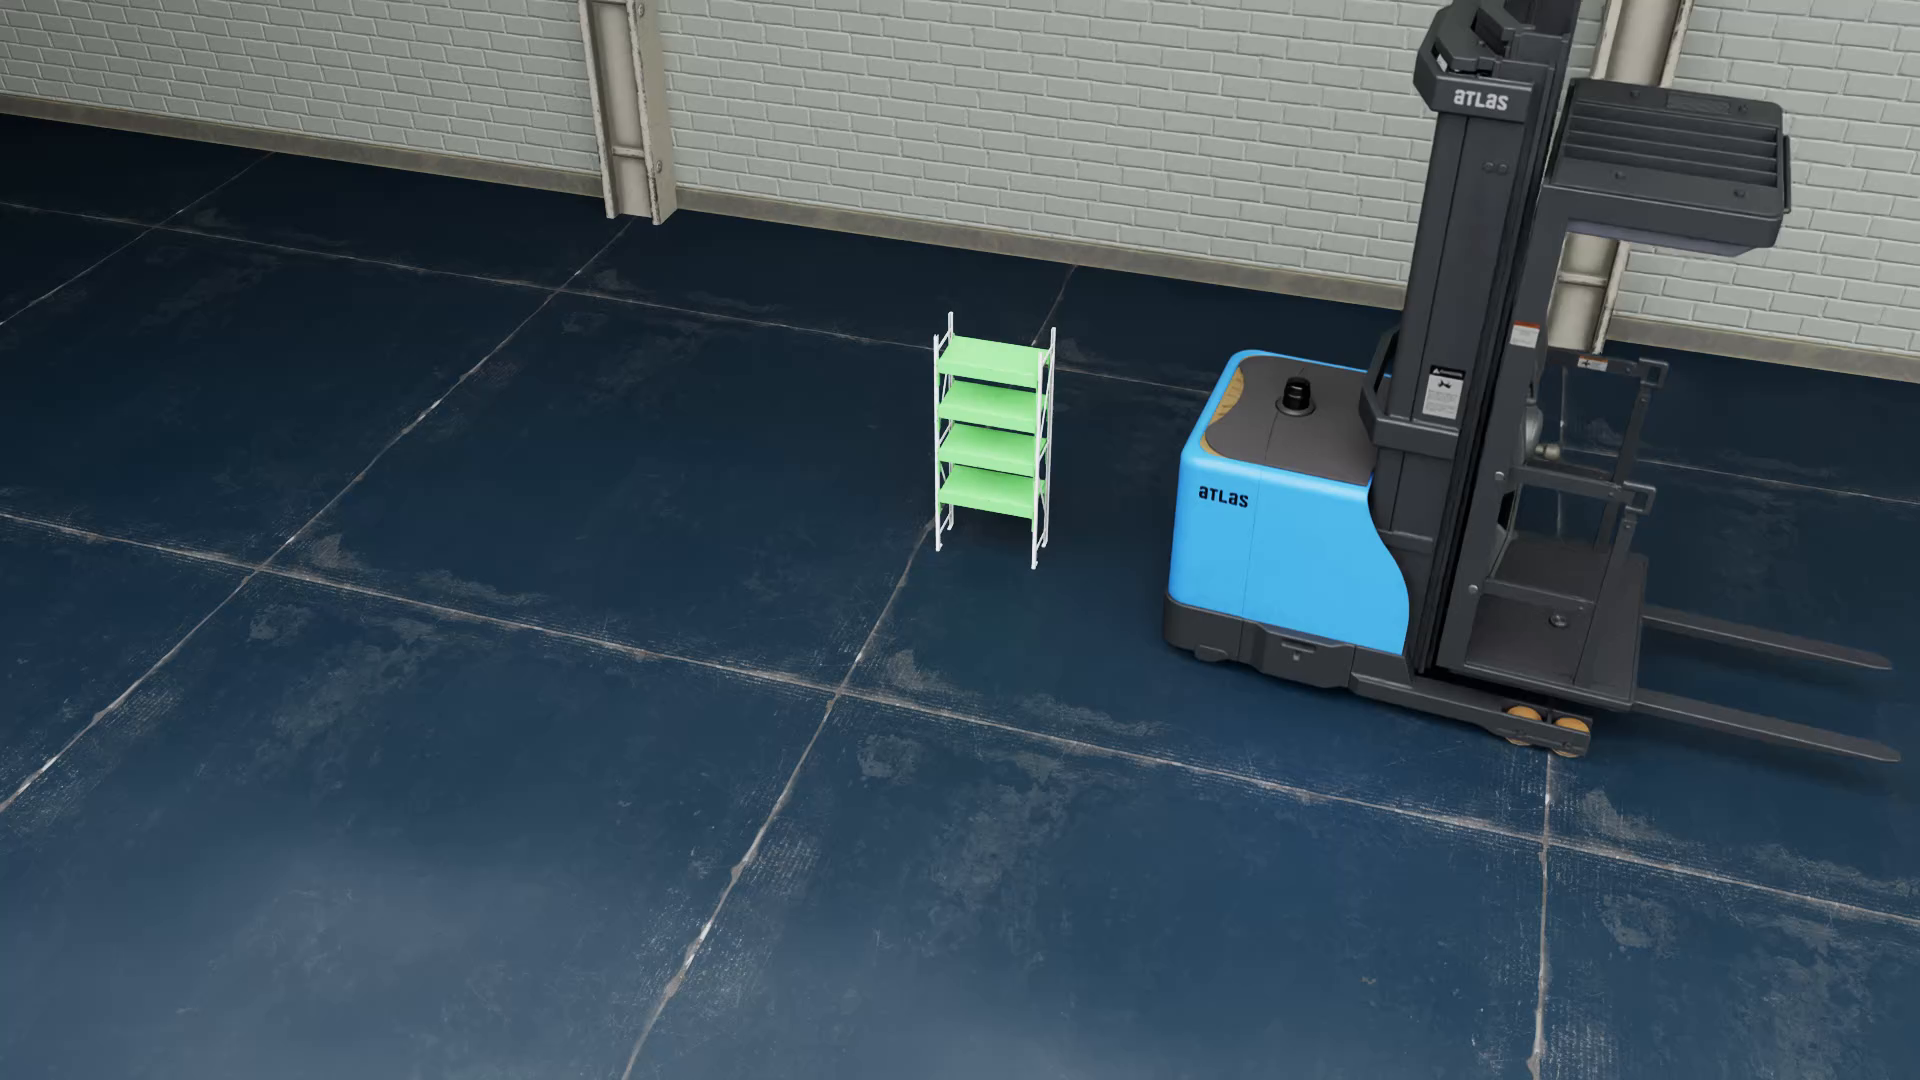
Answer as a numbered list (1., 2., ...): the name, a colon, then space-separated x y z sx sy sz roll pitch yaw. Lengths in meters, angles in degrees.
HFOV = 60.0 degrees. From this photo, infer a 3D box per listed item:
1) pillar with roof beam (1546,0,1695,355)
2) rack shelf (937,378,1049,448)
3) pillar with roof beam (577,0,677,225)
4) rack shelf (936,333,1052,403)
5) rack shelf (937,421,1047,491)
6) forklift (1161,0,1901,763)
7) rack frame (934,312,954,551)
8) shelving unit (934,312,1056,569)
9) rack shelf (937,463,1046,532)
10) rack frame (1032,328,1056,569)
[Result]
1. pillar with roof beam: 2.294 -2.353 3.856 0.400 9.000 9.100 10 38 14
2. rack shelf: 0.158 -0.596 7.750 0.480 0.148 0.258 10 38 14
3. pillar with roof beam: -3.433 -3.414 5.297 0.400 9.000 9.100 10 38 14
4. rack shelf: 0.158 -0.789 7.608 0.480 0.148 0.258 10 38 14
5. rack shelf: 0.158 -0.403 7.892 0.480 0.148 0.258 10 38 14
6. forklift: 2.484 -0.624 6.625 3.031 2.935 1.130 13 38 17
7. rack frame: -0.075 -0.497 7.913 0.015 1.200 0.240 10 38 14
8. shelving unit: 0.158 -0.454 7.855 0.503 1.200 0.258 10 38 14
9. rack shelf: 0.158 -0.209 8.035 0.480 0.148 0.258 10 38 14
10. rack frame: 0.391 -0.411 7.796 0.015 1.200 0.240 10 38 14
